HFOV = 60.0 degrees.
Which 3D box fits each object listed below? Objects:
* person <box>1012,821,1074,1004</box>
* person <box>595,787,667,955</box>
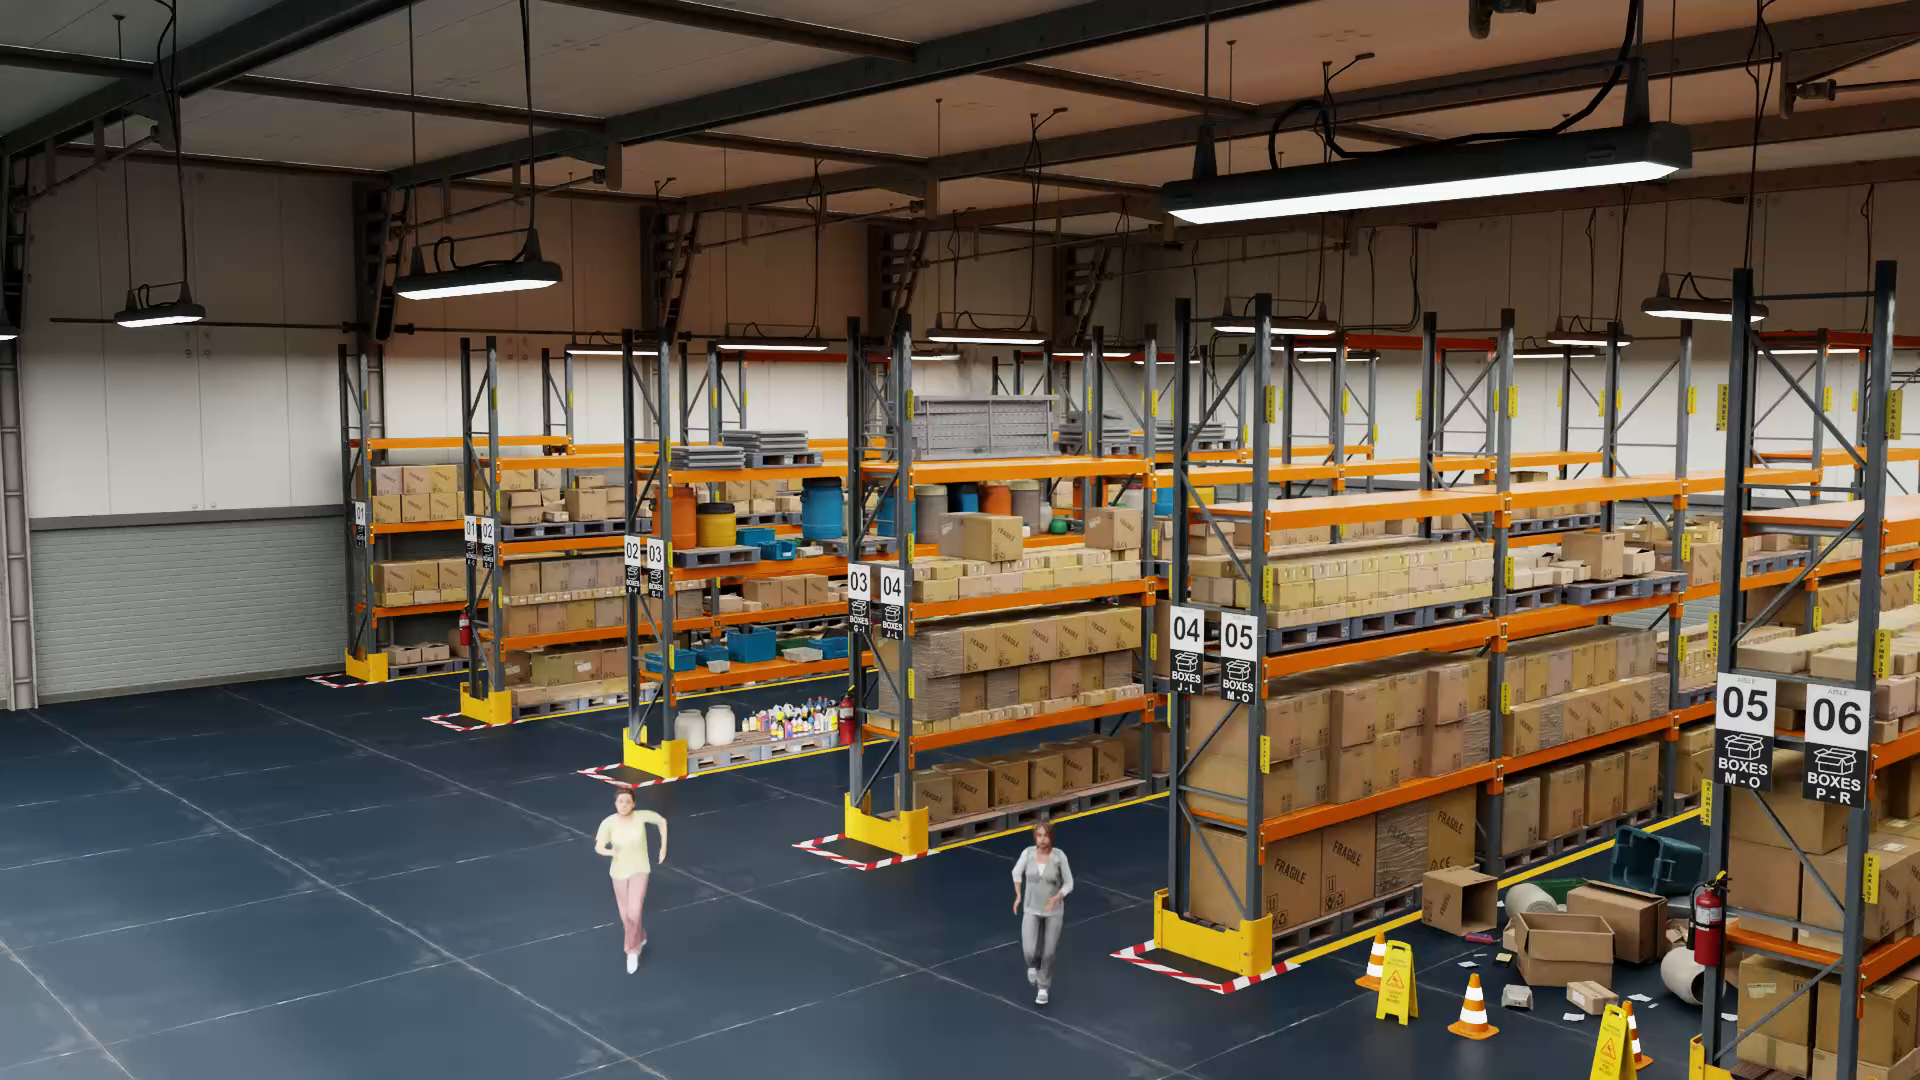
[{"bbox_3d":[0.685,3.142,13.989,0.535,1.557,0.531,1,5,8],"label":"person"},{"bbox_3d":[-2.941,2.945,14.866,0.603,1.547,0.771,0,5,-3],"label":"person"}]
